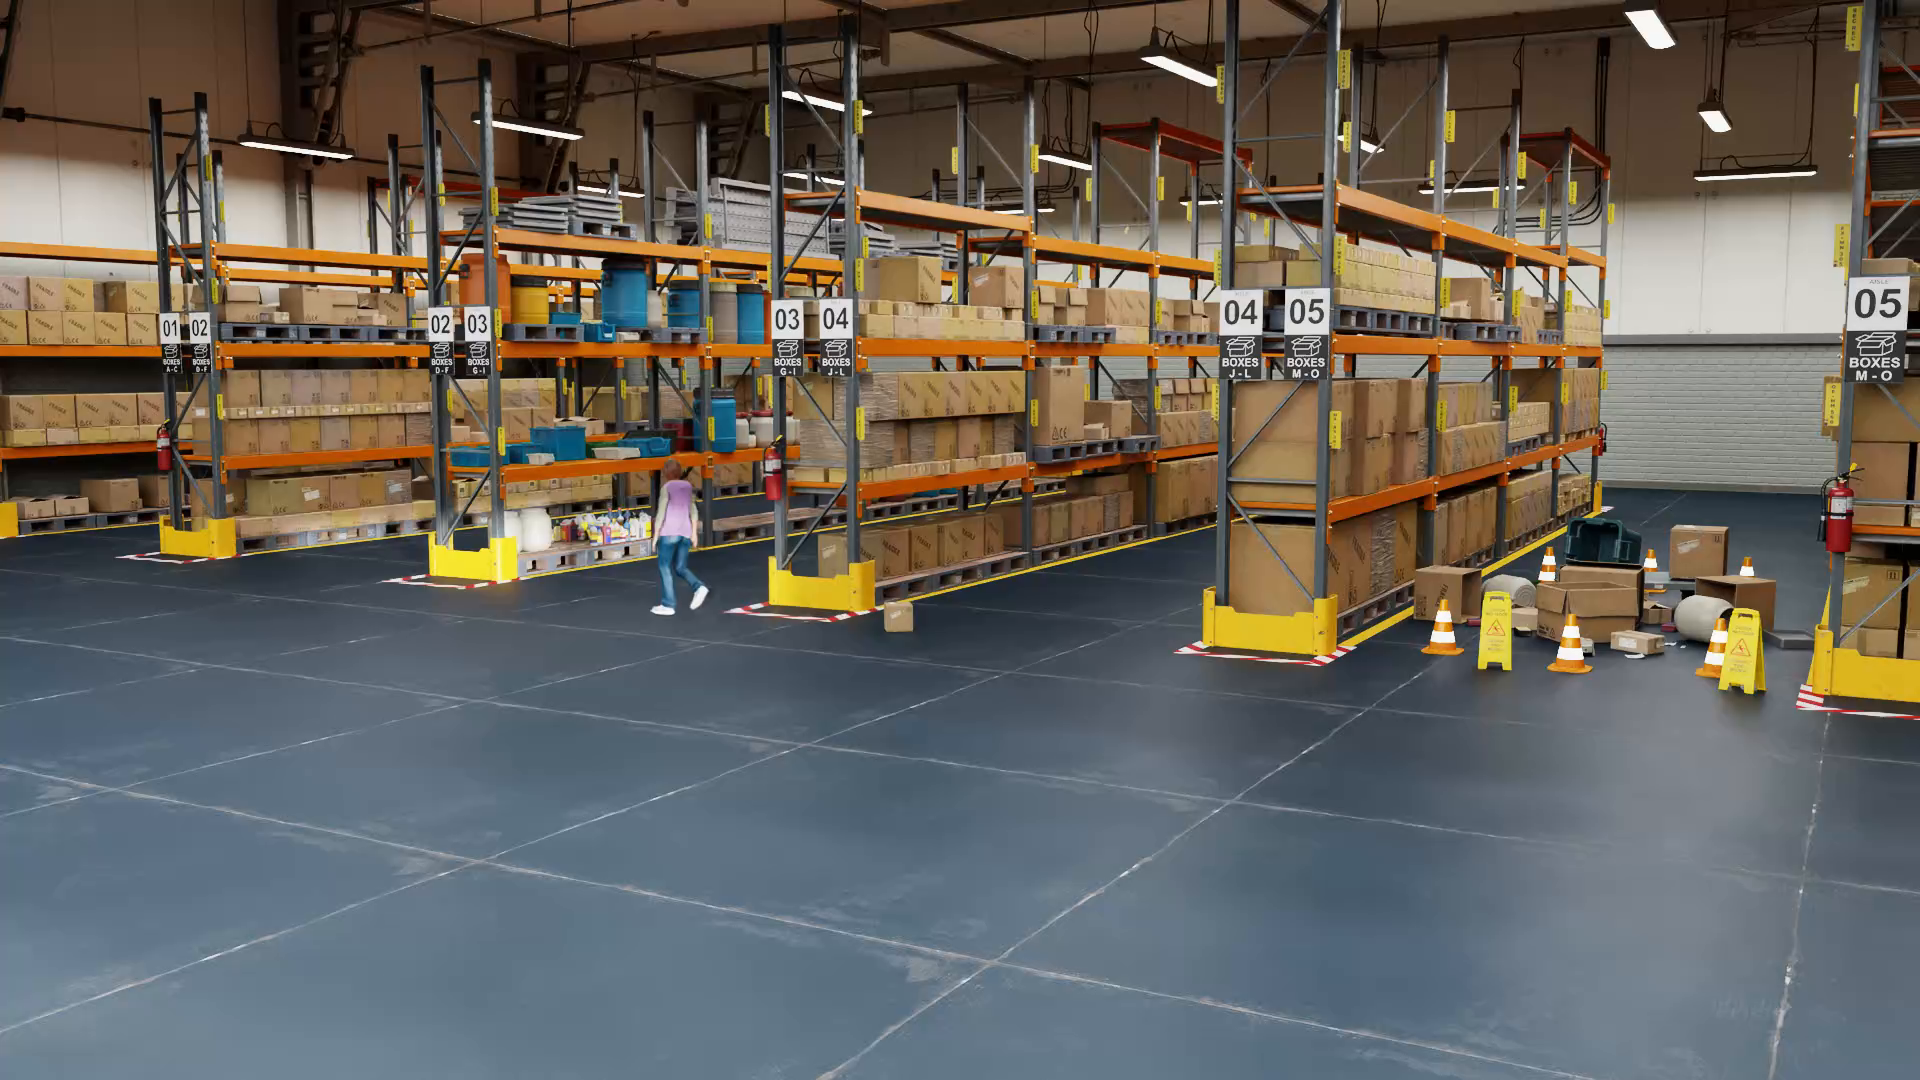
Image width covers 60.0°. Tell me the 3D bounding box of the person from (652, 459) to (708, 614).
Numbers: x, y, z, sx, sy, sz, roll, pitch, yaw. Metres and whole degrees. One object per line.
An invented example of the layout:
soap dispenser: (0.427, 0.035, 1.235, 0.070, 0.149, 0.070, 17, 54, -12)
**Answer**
person: (-2.818, -0.026, 16.708, 0.631, 1.567, 0.498, 5, 8, 39)
